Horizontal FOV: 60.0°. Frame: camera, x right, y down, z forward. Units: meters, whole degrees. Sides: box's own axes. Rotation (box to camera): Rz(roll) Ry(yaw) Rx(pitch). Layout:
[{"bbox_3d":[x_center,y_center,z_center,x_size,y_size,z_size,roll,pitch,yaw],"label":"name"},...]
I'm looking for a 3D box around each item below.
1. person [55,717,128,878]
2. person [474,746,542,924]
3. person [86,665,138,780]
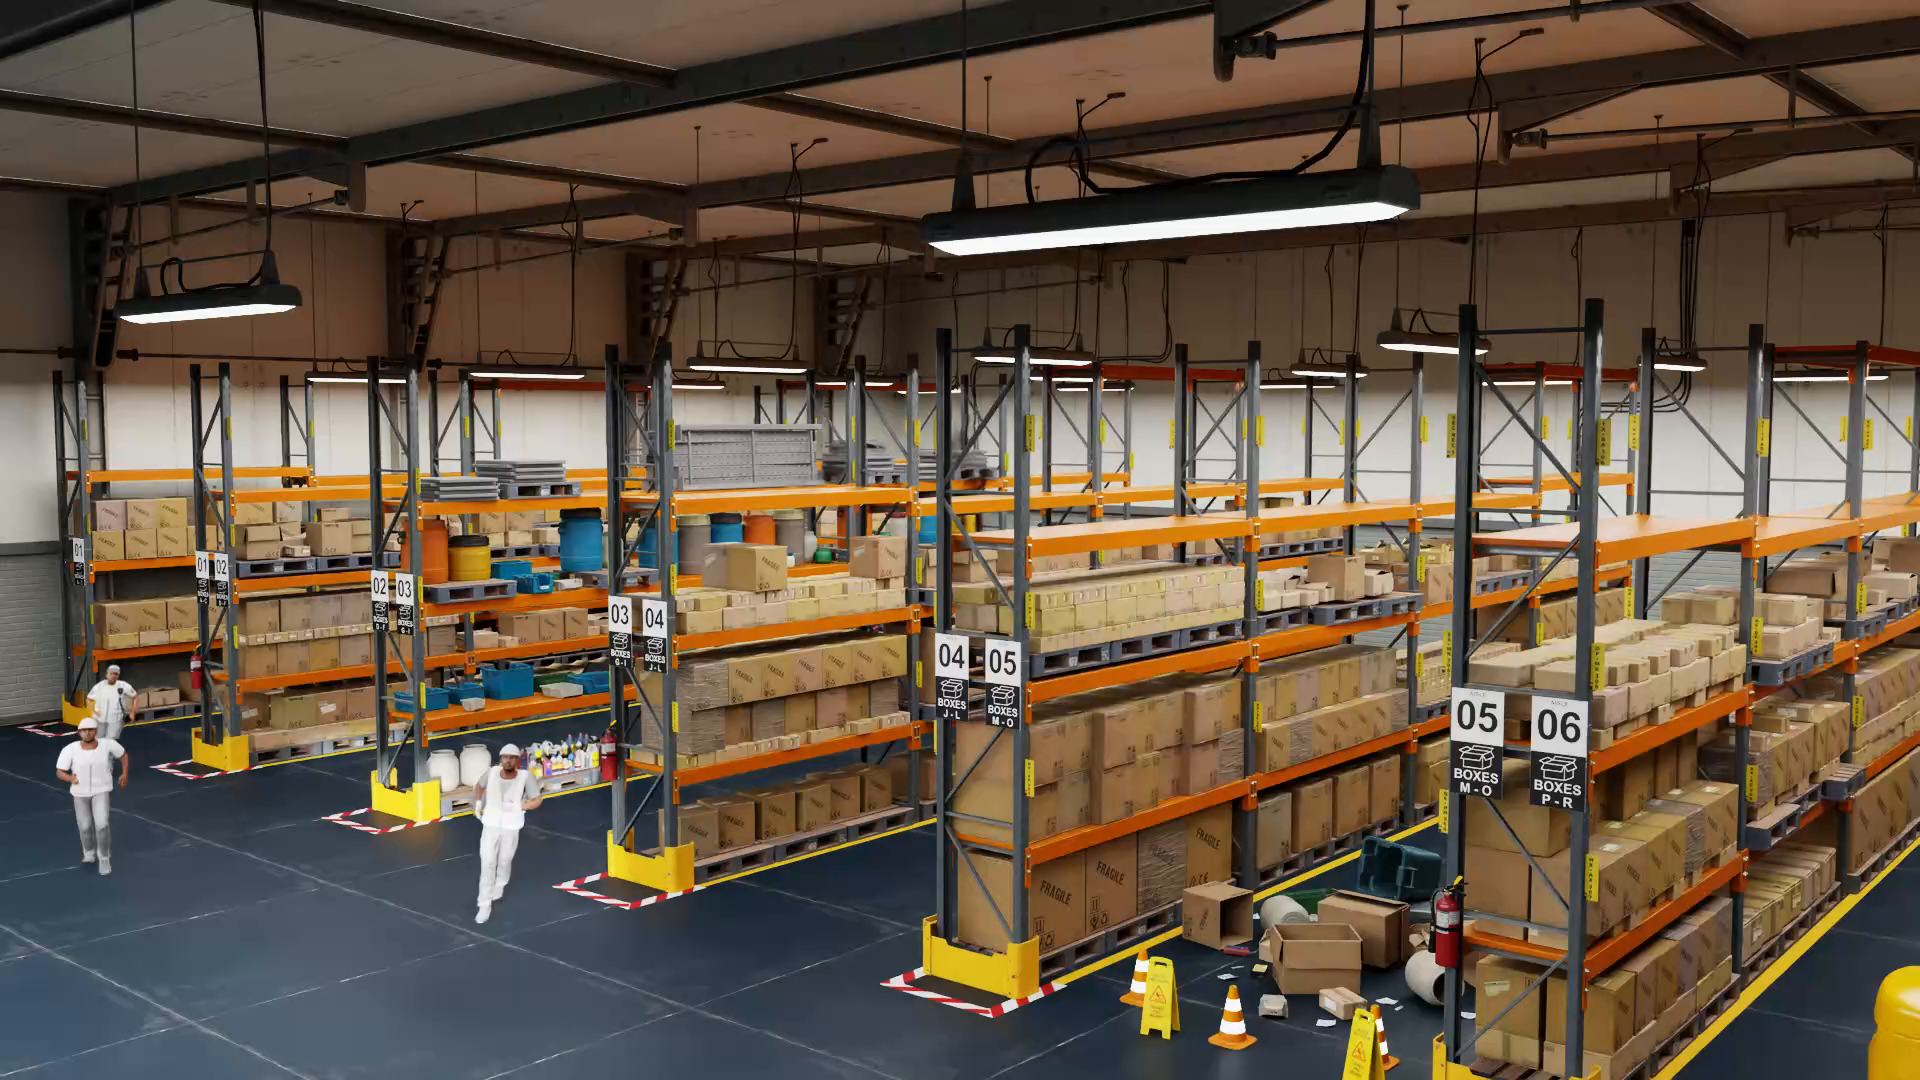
[{"bbox_3d":[-9.889,2.924,18.958,0.724,1.835,0.757,-2,5,-24],"label":"person"},{"bbox_3d":[-4.755,3.035,17.480,0.717,1.774,0.895,-1,4,-7],"label":"person"},{"bbox_3d":[-12.139,2.614,23.835,0.673,1.660,0.874,-2,5,-28],"label":"person"}]
